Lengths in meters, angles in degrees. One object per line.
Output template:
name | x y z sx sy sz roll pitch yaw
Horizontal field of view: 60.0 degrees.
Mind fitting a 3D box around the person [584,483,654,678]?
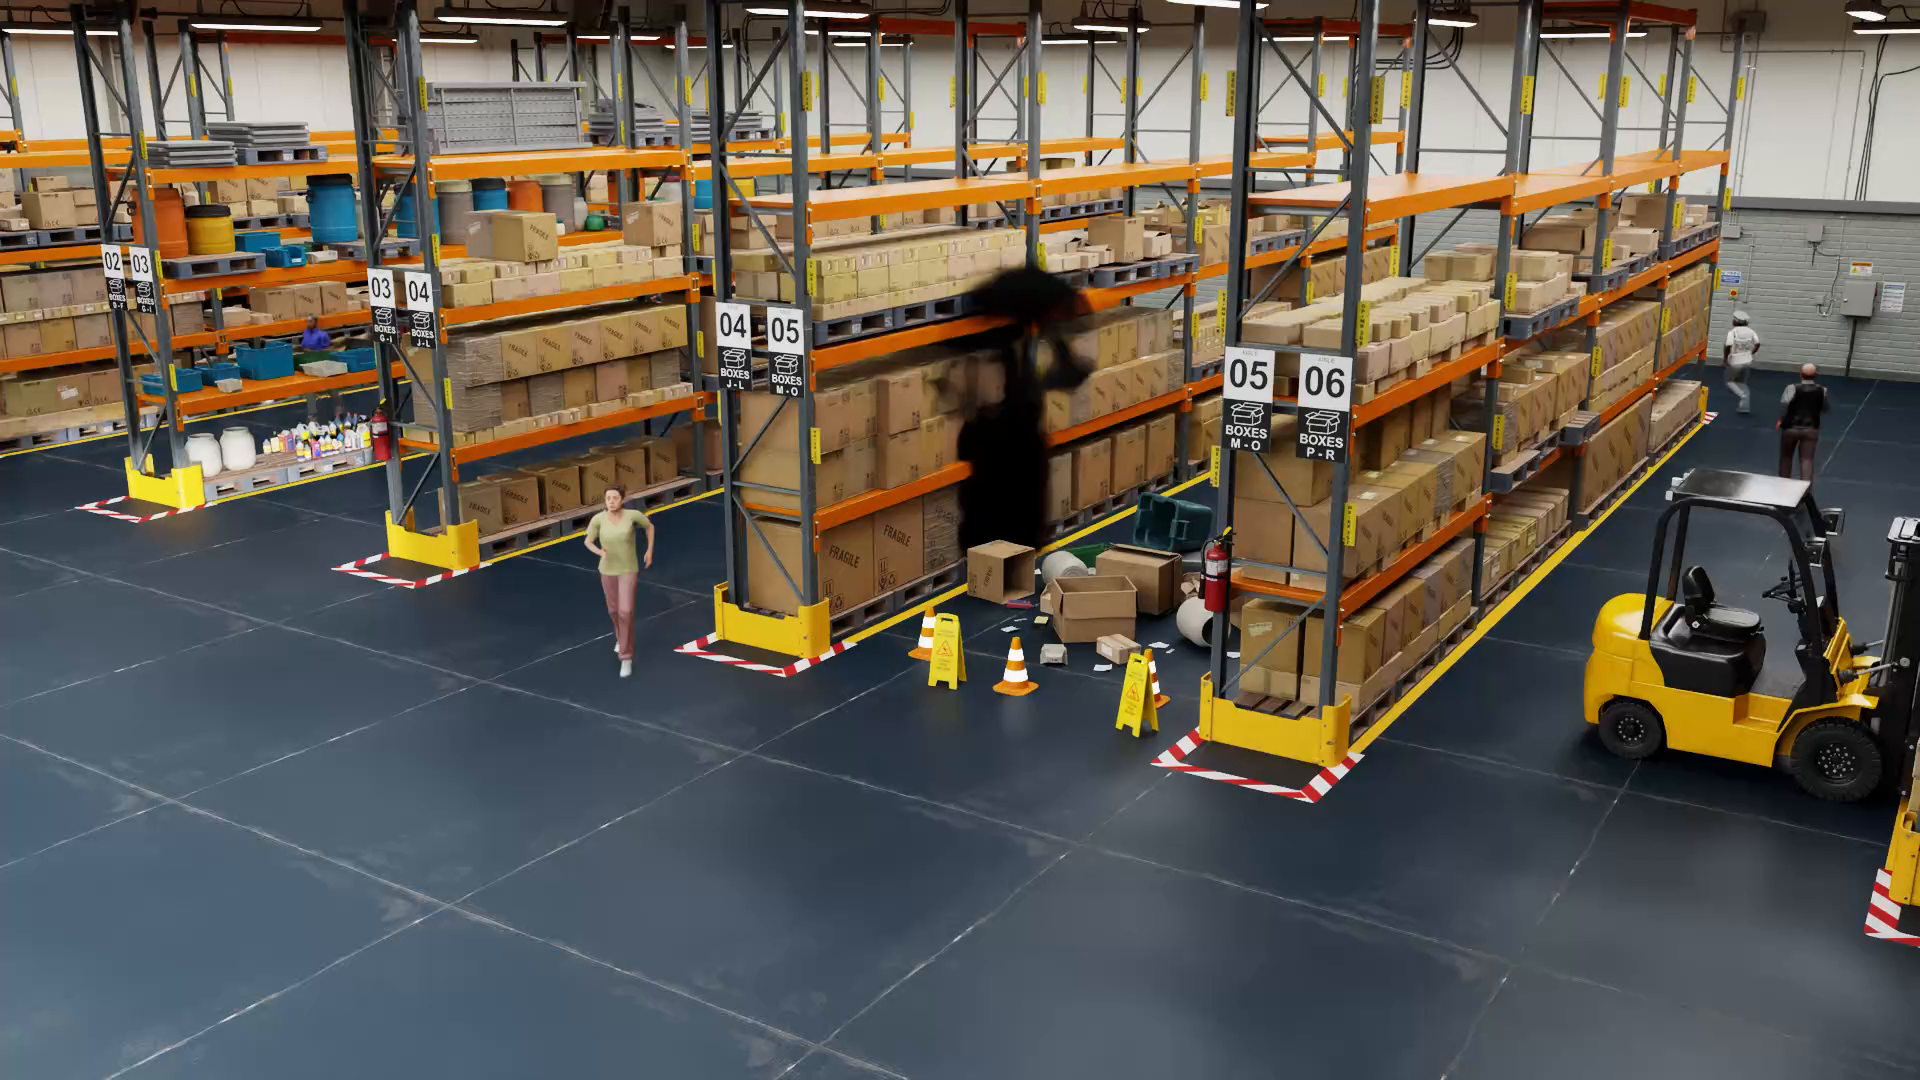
person | -3.058 0.315 14.981 0.590 1.721 0.790 0 16 0

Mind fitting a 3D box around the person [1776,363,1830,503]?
person | 10.454 -1.330 20.686 0.644 1.732 0.948 4 16 14

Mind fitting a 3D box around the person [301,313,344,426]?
person | -9.862 -2.650 25.589 0.559 1.683 0.882 3 16 10

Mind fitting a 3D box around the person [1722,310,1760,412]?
person | 12.312 -2.812 26.333 0.626 1.637 0.517 -2 16 -7
